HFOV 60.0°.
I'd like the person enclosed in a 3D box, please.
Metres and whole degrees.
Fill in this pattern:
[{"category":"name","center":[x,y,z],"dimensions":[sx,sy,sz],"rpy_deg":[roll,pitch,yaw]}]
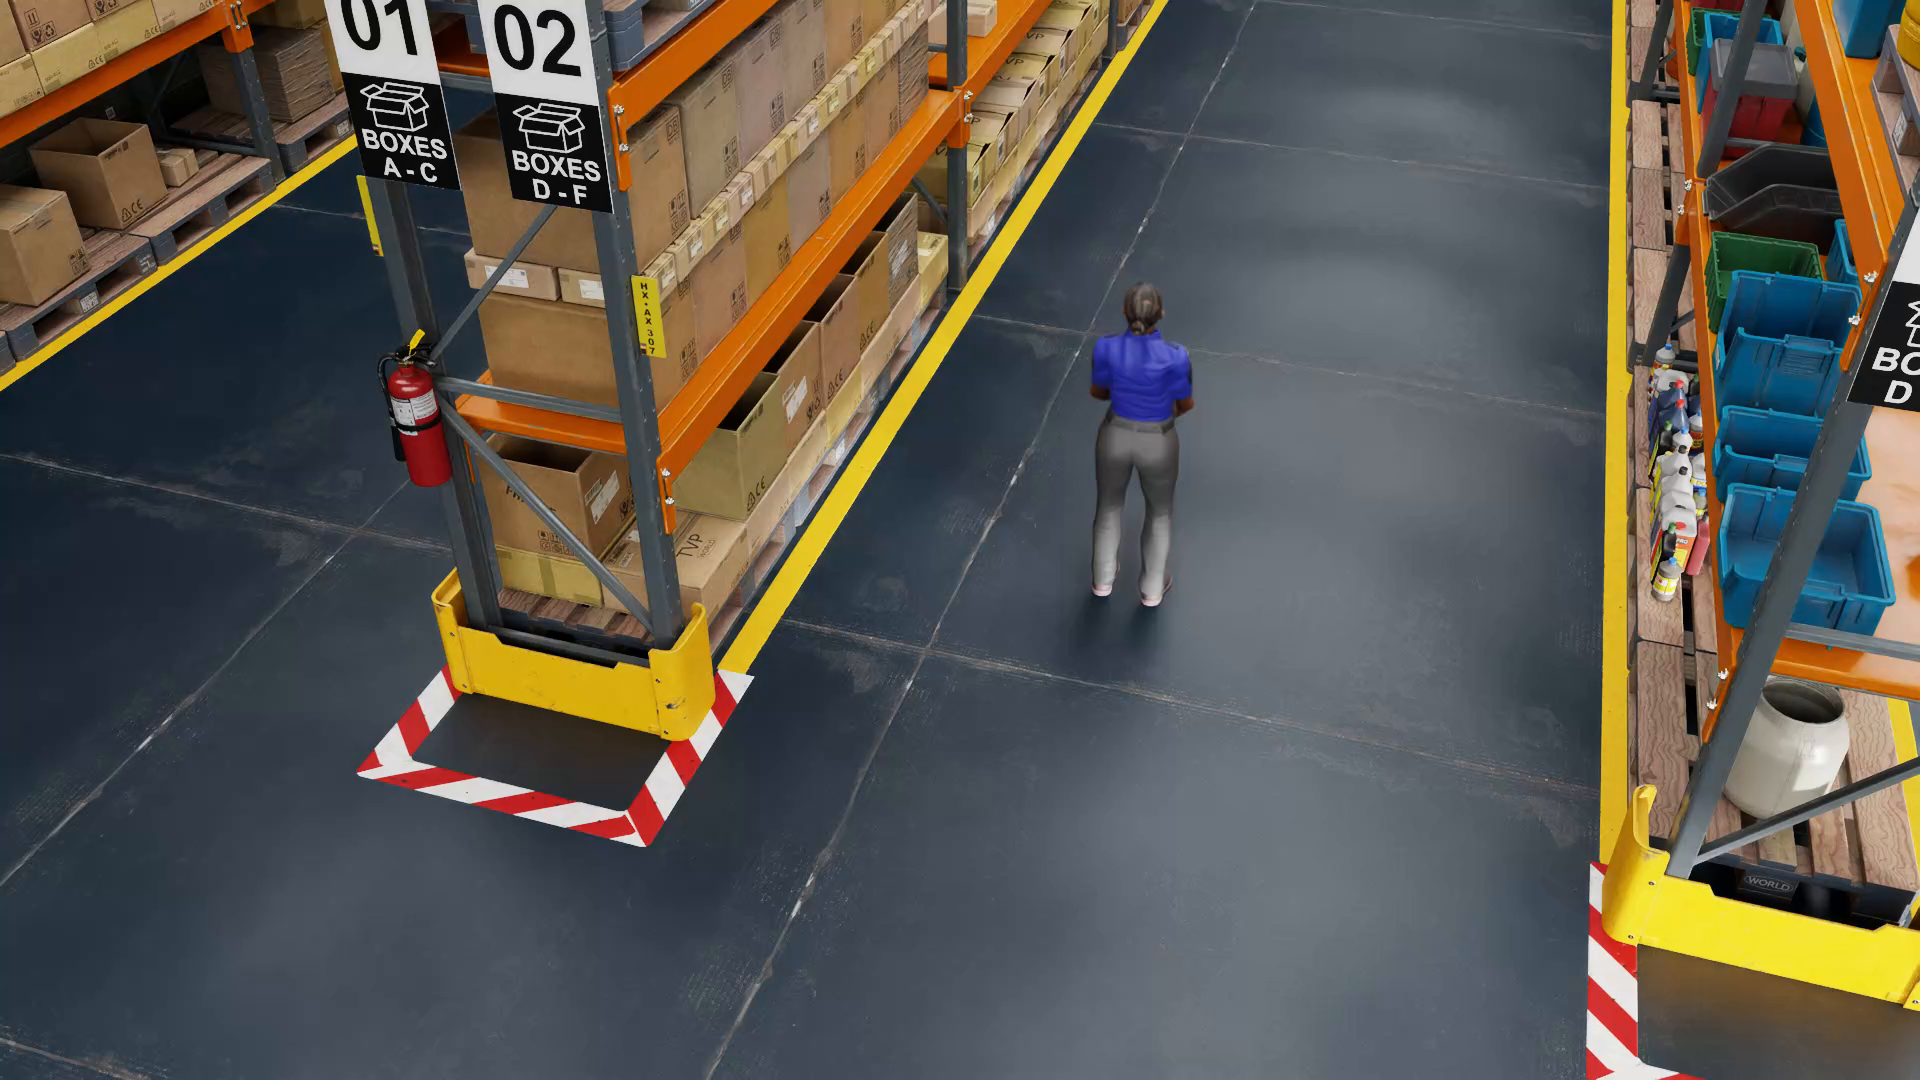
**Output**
[{"category":"person","center":[0.818,-0.468,7.525],"dimensions":[0.464,1.634,0.491],"rpy_deg":[11,39,14]}]
